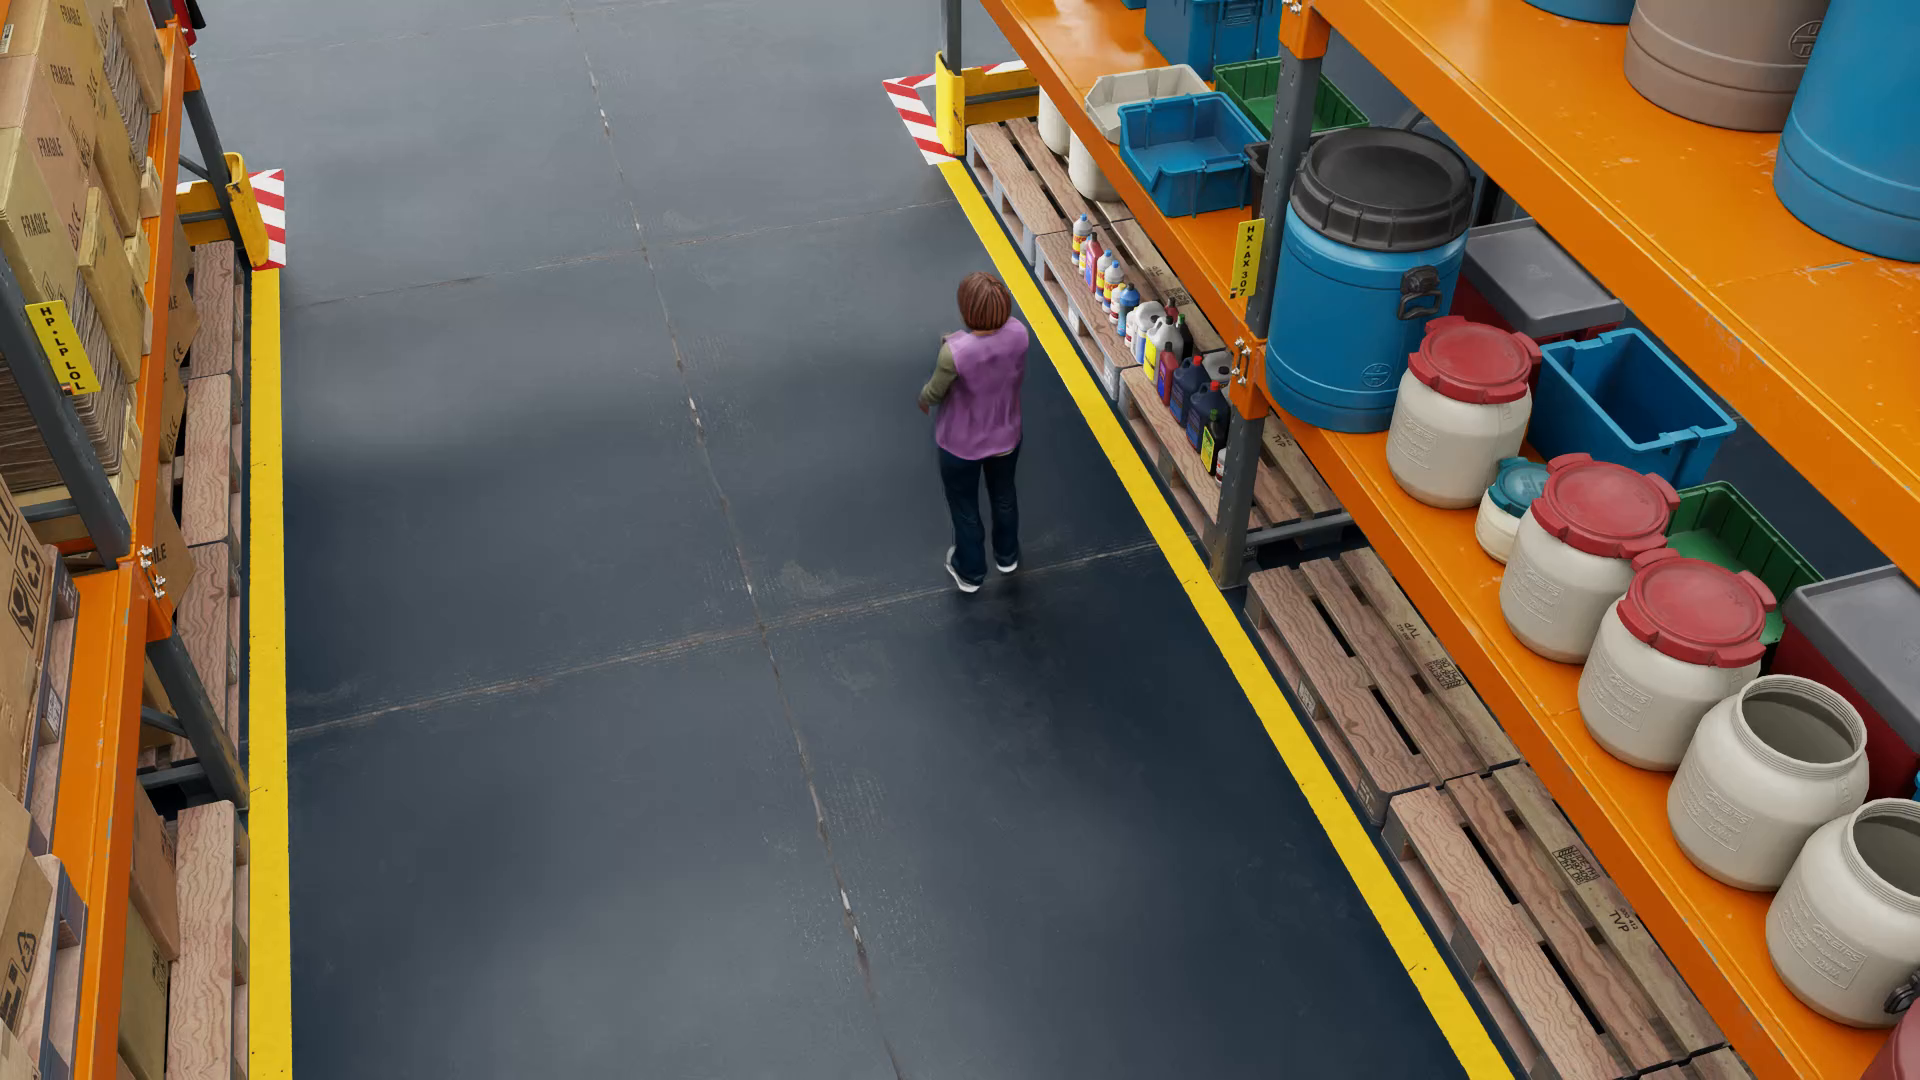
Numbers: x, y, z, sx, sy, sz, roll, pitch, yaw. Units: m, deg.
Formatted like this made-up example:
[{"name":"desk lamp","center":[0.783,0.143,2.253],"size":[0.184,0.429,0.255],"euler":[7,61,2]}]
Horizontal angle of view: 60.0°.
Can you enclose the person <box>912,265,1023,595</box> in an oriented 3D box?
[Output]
[{"name":"person","center":[0.047,-0.458,6.639],"size":[0.403,1.607,0.484],"euler":[16,45,17]}]
